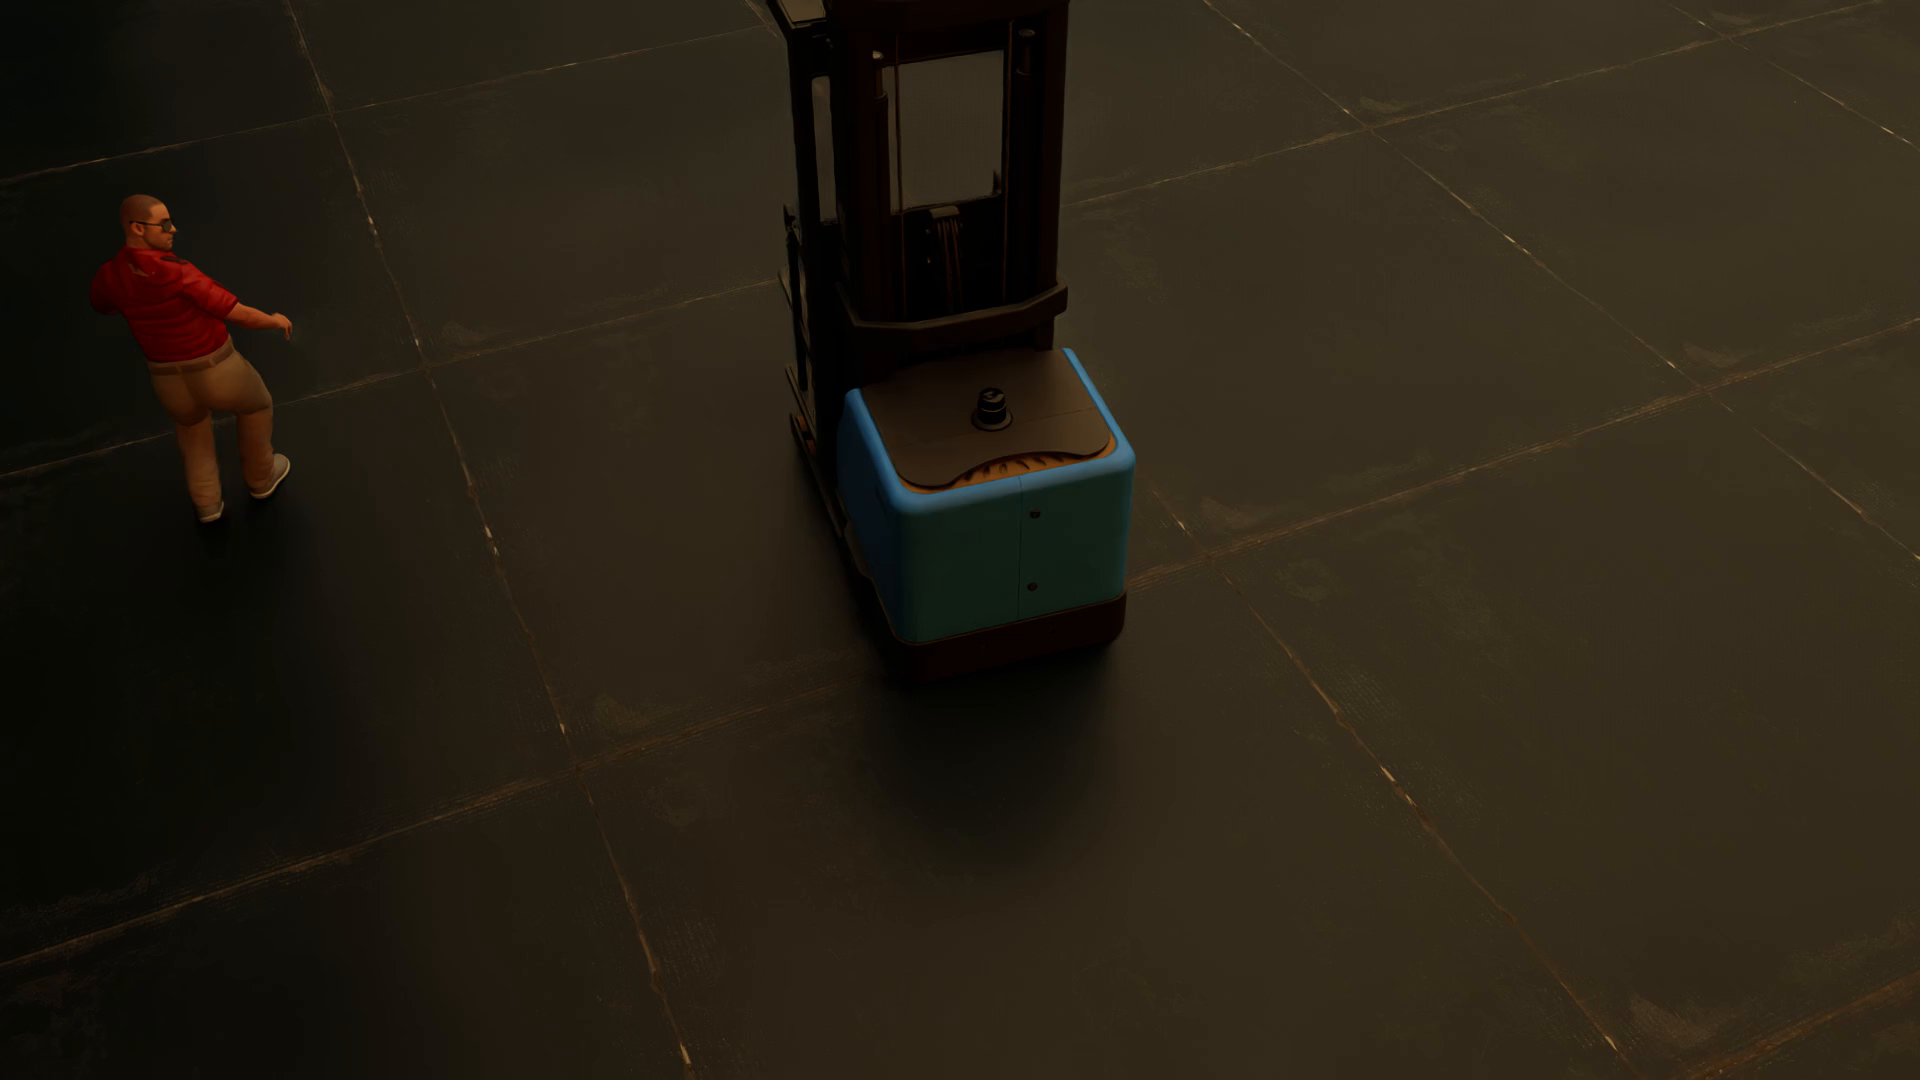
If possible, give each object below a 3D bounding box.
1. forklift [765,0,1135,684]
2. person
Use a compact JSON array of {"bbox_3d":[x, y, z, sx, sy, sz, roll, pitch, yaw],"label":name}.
[{"bbox_3d":[-0.211,-1.481,7.267,1.130,2.935,3.031,-12,44,-13],"label":"forklift"},{"bbox_3d":[-3.439,-0.859,7.565,0.800,1.660,0.723,-1,43,-2],"label":"person"}]
